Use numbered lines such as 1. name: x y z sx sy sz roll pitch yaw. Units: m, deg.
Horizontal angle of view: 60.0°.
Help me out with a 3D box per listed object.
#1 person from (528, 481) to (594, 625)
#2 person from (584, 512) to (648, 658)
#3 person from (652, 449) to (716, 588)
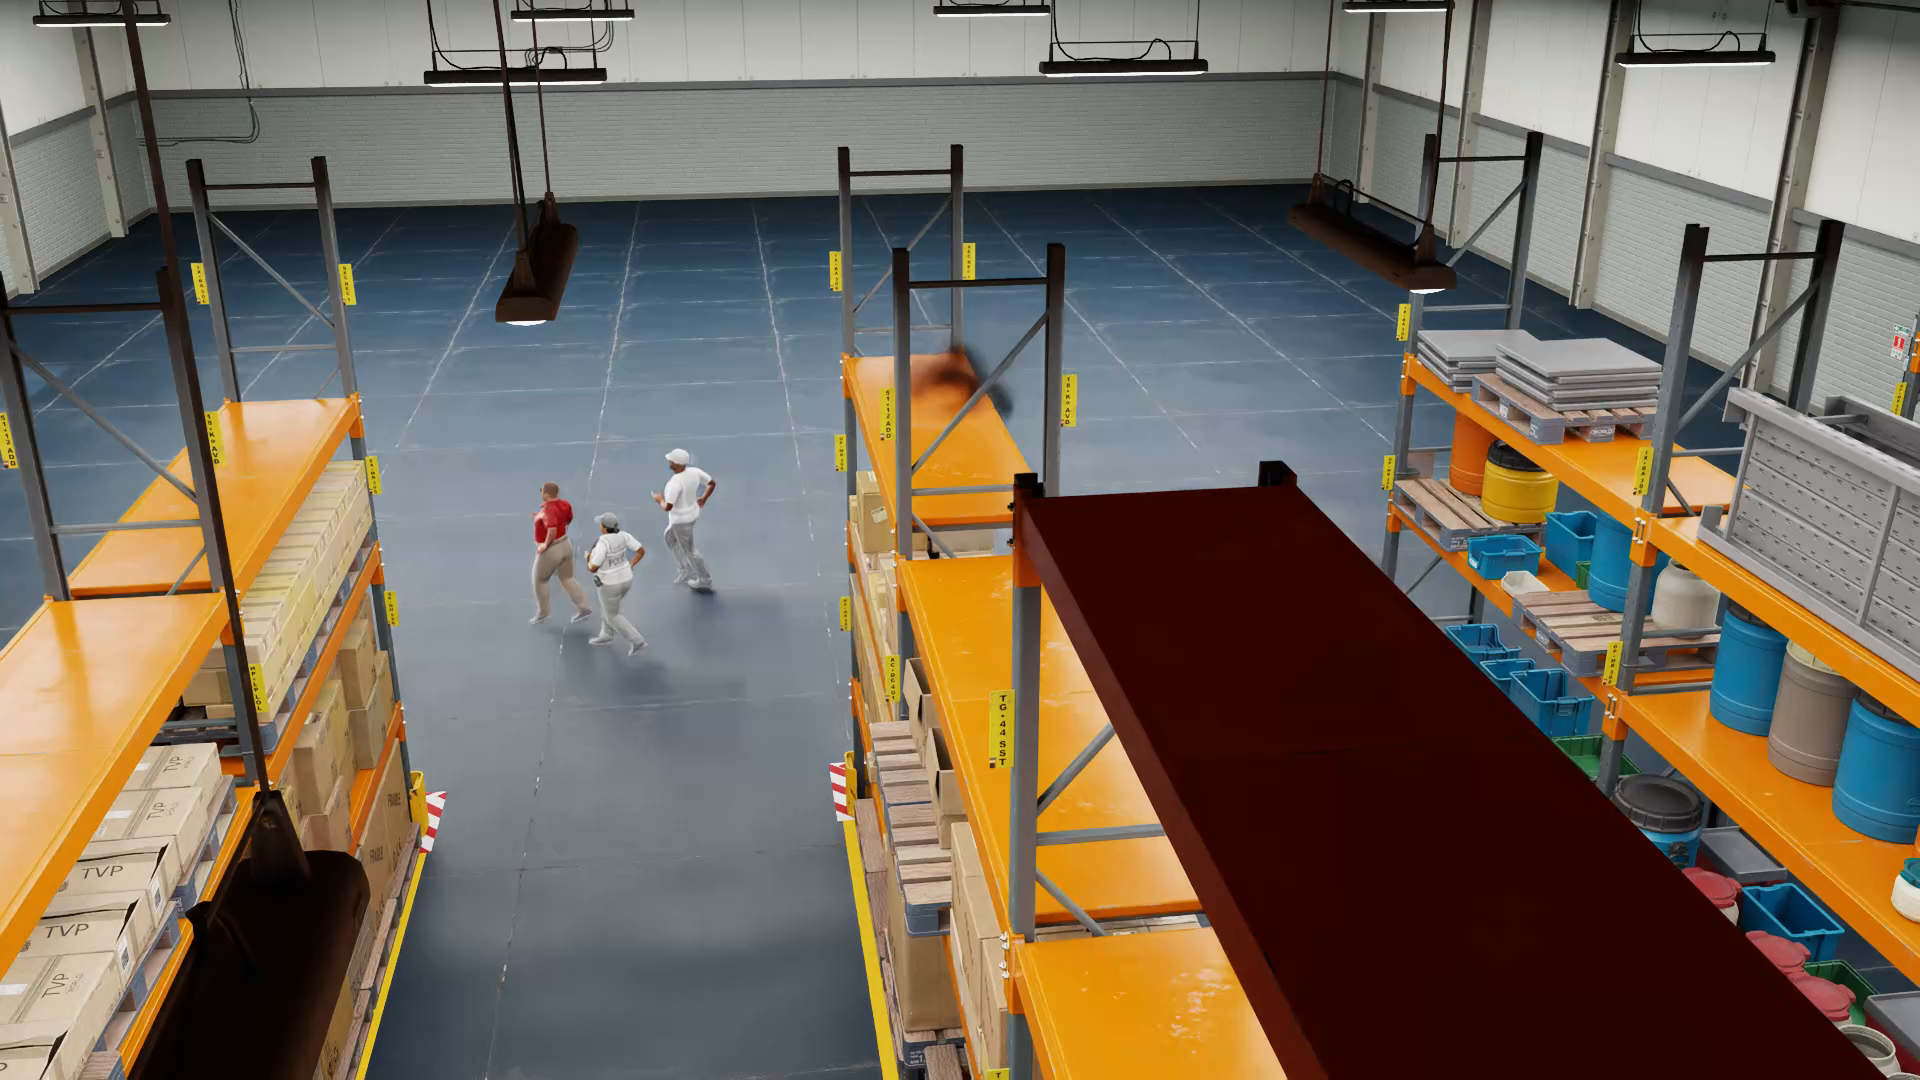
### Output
1. person: -4.584 0.172 18.842 0.823 1.773 0.647 11 24 26
2. person: -3.789 0.475 18.142 0.906 1.656 0.607 11 24 26
3. person: -3.316 -0.238 19.857 0.701 1.805 0.684 5 22 12
